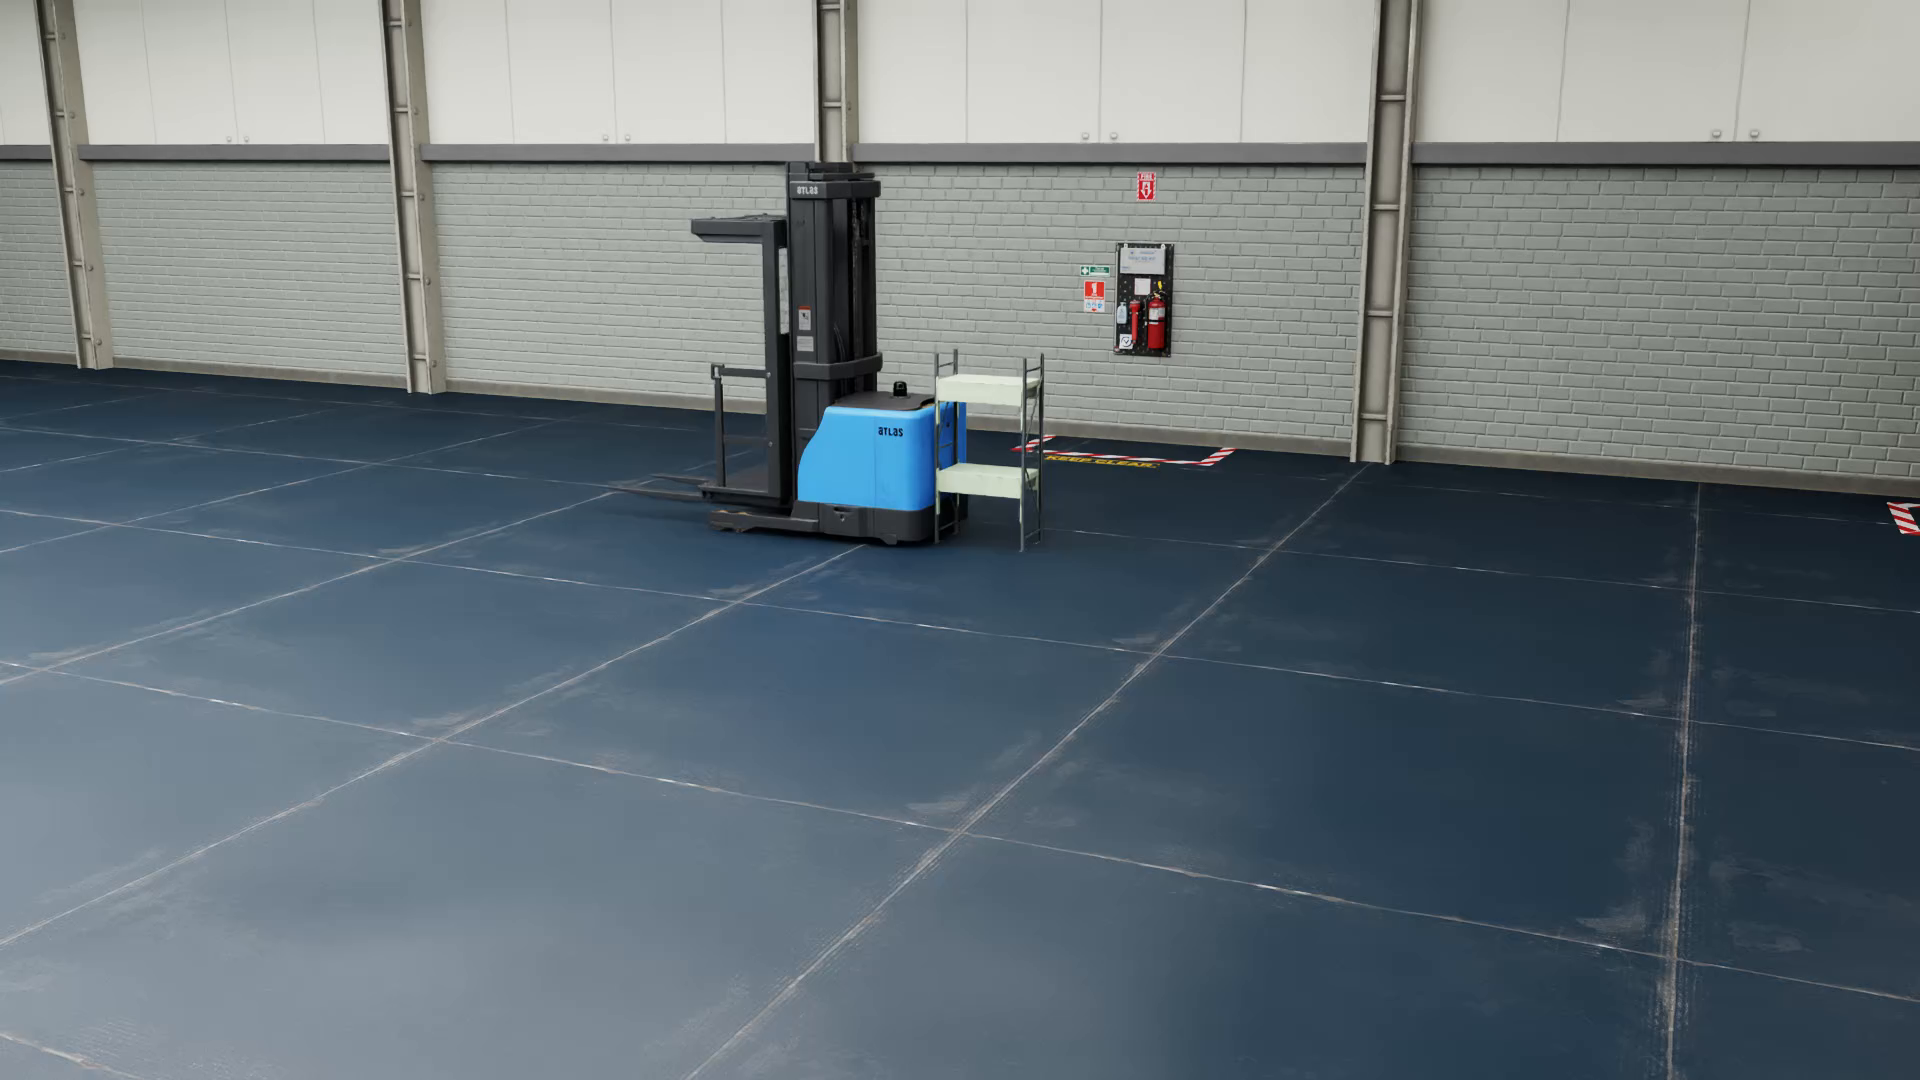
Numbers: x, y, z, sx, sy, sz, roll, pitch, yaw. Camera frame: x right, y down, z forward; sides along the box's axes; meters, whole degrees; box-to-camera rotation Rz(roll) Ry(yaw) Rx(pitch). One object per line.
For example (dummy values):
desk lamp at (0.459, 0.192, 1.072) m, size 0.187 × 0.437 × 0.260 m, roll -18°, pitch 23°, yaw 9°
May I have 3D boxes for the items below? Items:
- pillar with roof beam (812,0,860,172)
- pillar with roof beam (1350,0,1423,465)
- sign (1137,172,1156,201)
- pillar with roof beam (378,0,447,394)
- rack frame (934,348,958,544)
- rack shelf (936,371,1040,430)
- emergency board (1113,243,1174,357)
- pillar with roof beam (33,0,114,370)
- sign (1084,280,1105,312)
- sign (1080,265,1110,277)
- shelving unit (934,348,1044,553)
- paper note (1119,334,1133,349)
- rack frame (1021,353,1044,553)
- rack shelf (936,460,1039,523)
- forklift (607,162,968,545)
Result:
pillar with roof beam at (-3.098, -4.832, 14.149) m, size 0.400 × 9.000 × 9.100 m, roll 6°, pitch 14°, yaw 23°
pillar with roof beam at (2.387, -4.277, 11.783) m, size 0.400 × 9.000 × 9.100 m, roll 6°, pitch 14°, yaw 23°
sign at (1.920, -3.642, 17.135) m, size 0.199 × 0.298 × 0.001 m, roll 6°, pitch 14°, yaw 23°
pillar with roof beam at (-8.584, -5.387, 16.515) m, size 0.400 × 9.000 × 9.100 m, roll 6°, pitch 14°, yaw 23°
rack frame at (-0.108, -0.741, 13.130) m, size 0.023 × 1.500 × 0.400 m, roll 6°, pitch 14°, yaw 23°
rack shelf at (0.226, -1.087, 12.896) m, size 0.720 × 0.370 × 0.431 m, roll 6°, pitch 14°, yaw 23°
emergency board at (1.887, -2.492, 17.308) m, size 0.643 × 1.169 × 0.194 m, roll 6°, pitch 14°, yaw 23°
pillar with roof beam at (-14.070, -5.942, 18.880) m, size 0.400 × 9.000 × 9.100 m, roll 6°, pitch 14°, yaw 23°
sign at (1.423, -2.582, 17.614) m, size 0.234 × 0.329 × 0.001 m, roll 6°, pitch 14°, yaw 23°
sign at (1.424, -2.838, 17.544) m, size 0.331 × 0.109 × 0.001 m, roll 6°, pitch 14°, yaw 23°
shelving unit at (0.226, -0.707, 12.985) m, size 0.755 × 1.500 × 0.431 m, roll 6°, pitch 14°, yaw 23°
paper note at (1.753, -2.094, 17.540) m, size 0.142 × 0.148 × 0.016 m, roll 6°, pitch 14°, yaw 23°
rack frame at (0.561, -0.673, 12.840) m, size 0.023 × 1.500 × 0.400 m, roll 6°, pitch 14°, yaw 23°
rack shelf at (0.226, -0.390, 13.060) m, size 0.720 × 0.370 × 0.431 m, roll 6°, pitch 14°, yaw 23°
forklift at (-1.496, -1.589, 13.611) m, size 3.031 × 2.935 × 1.130 m, roll 6°, pitch 14°, yaw 23°
